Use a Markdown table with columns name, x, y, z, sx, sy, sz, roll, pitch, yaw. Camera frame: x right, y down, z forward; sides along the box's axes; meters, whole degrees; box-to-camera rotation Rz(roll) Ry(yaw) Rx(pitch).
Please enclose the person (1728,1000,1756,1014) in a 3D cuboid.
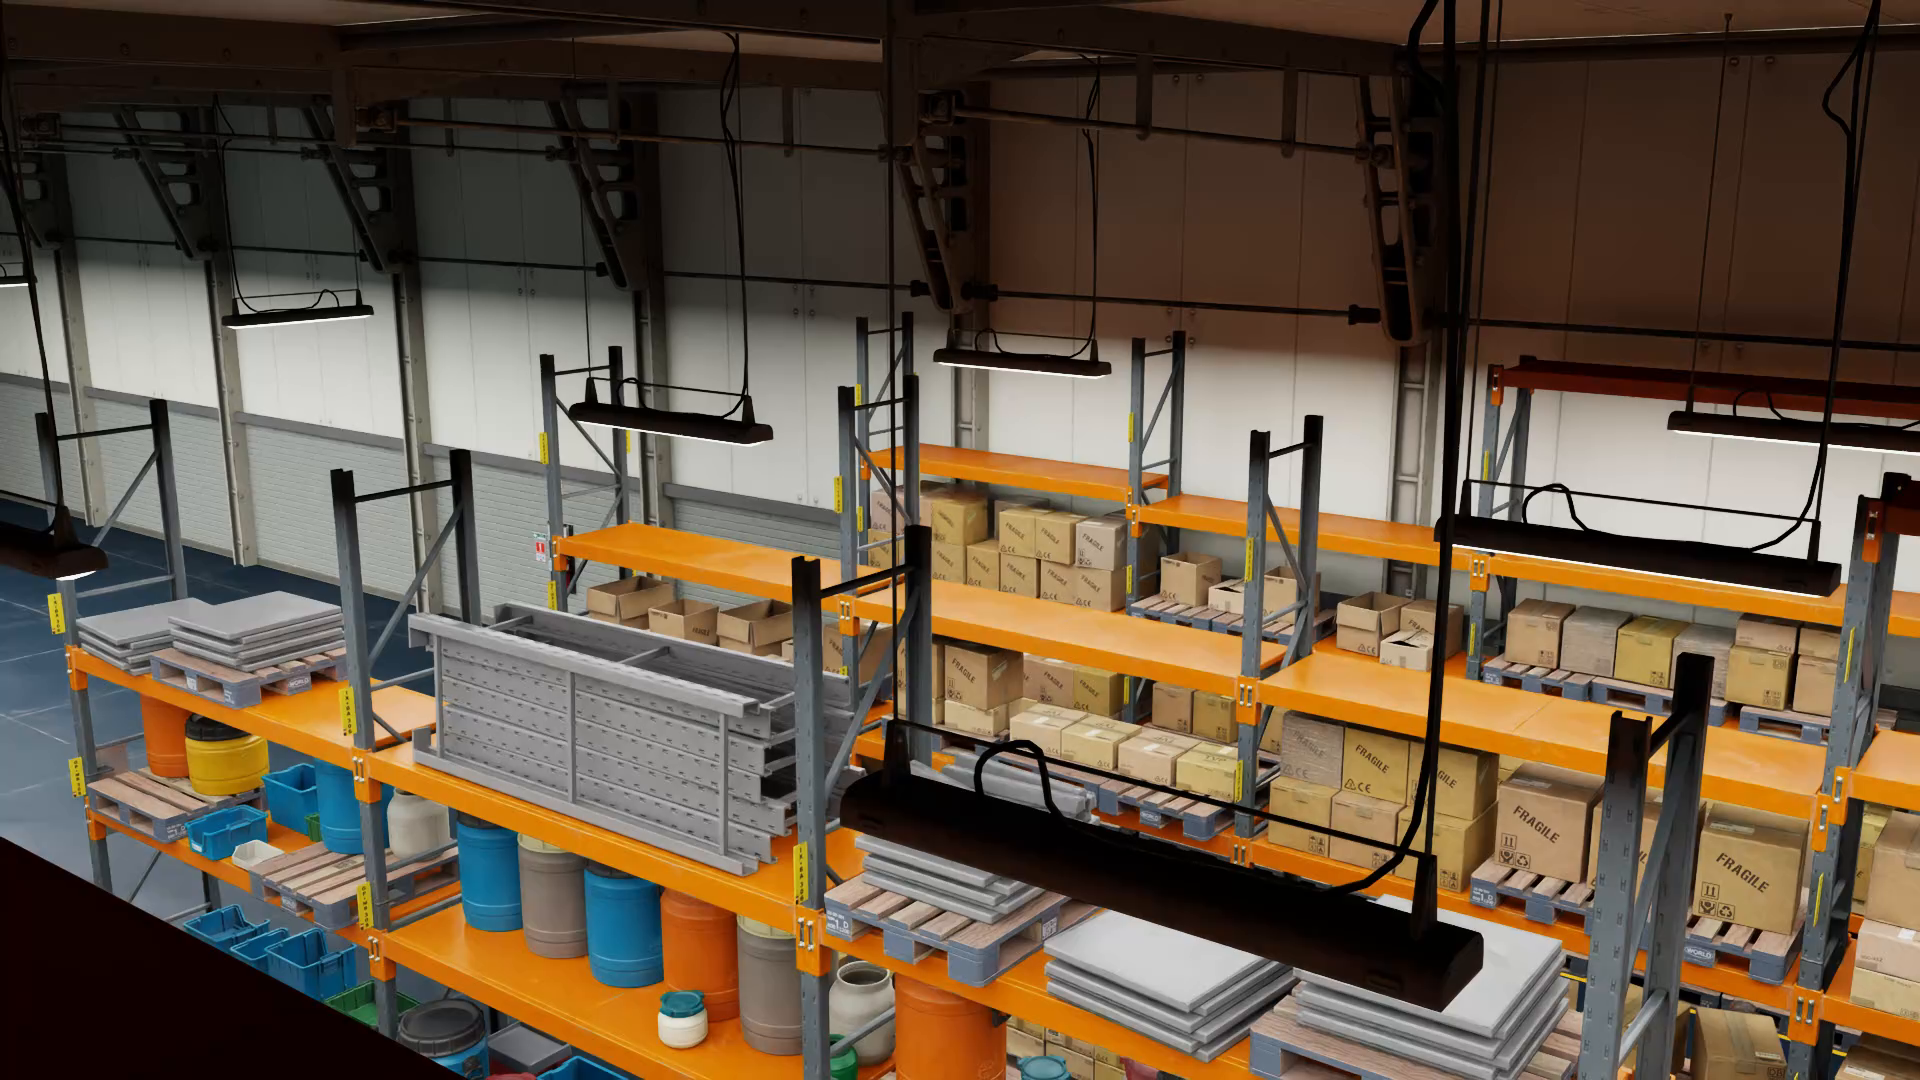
| name | x | y | z | sx | sy | sz | roll | pitch | yaw |
| --- | --- | --- | --- | --- | --- | --- | --- | --- | --- |
| person | 6.191 | 4.375 | 12.949 | 0.607 | 1.568 | 0.737 | -12 | 18 | -42 |
